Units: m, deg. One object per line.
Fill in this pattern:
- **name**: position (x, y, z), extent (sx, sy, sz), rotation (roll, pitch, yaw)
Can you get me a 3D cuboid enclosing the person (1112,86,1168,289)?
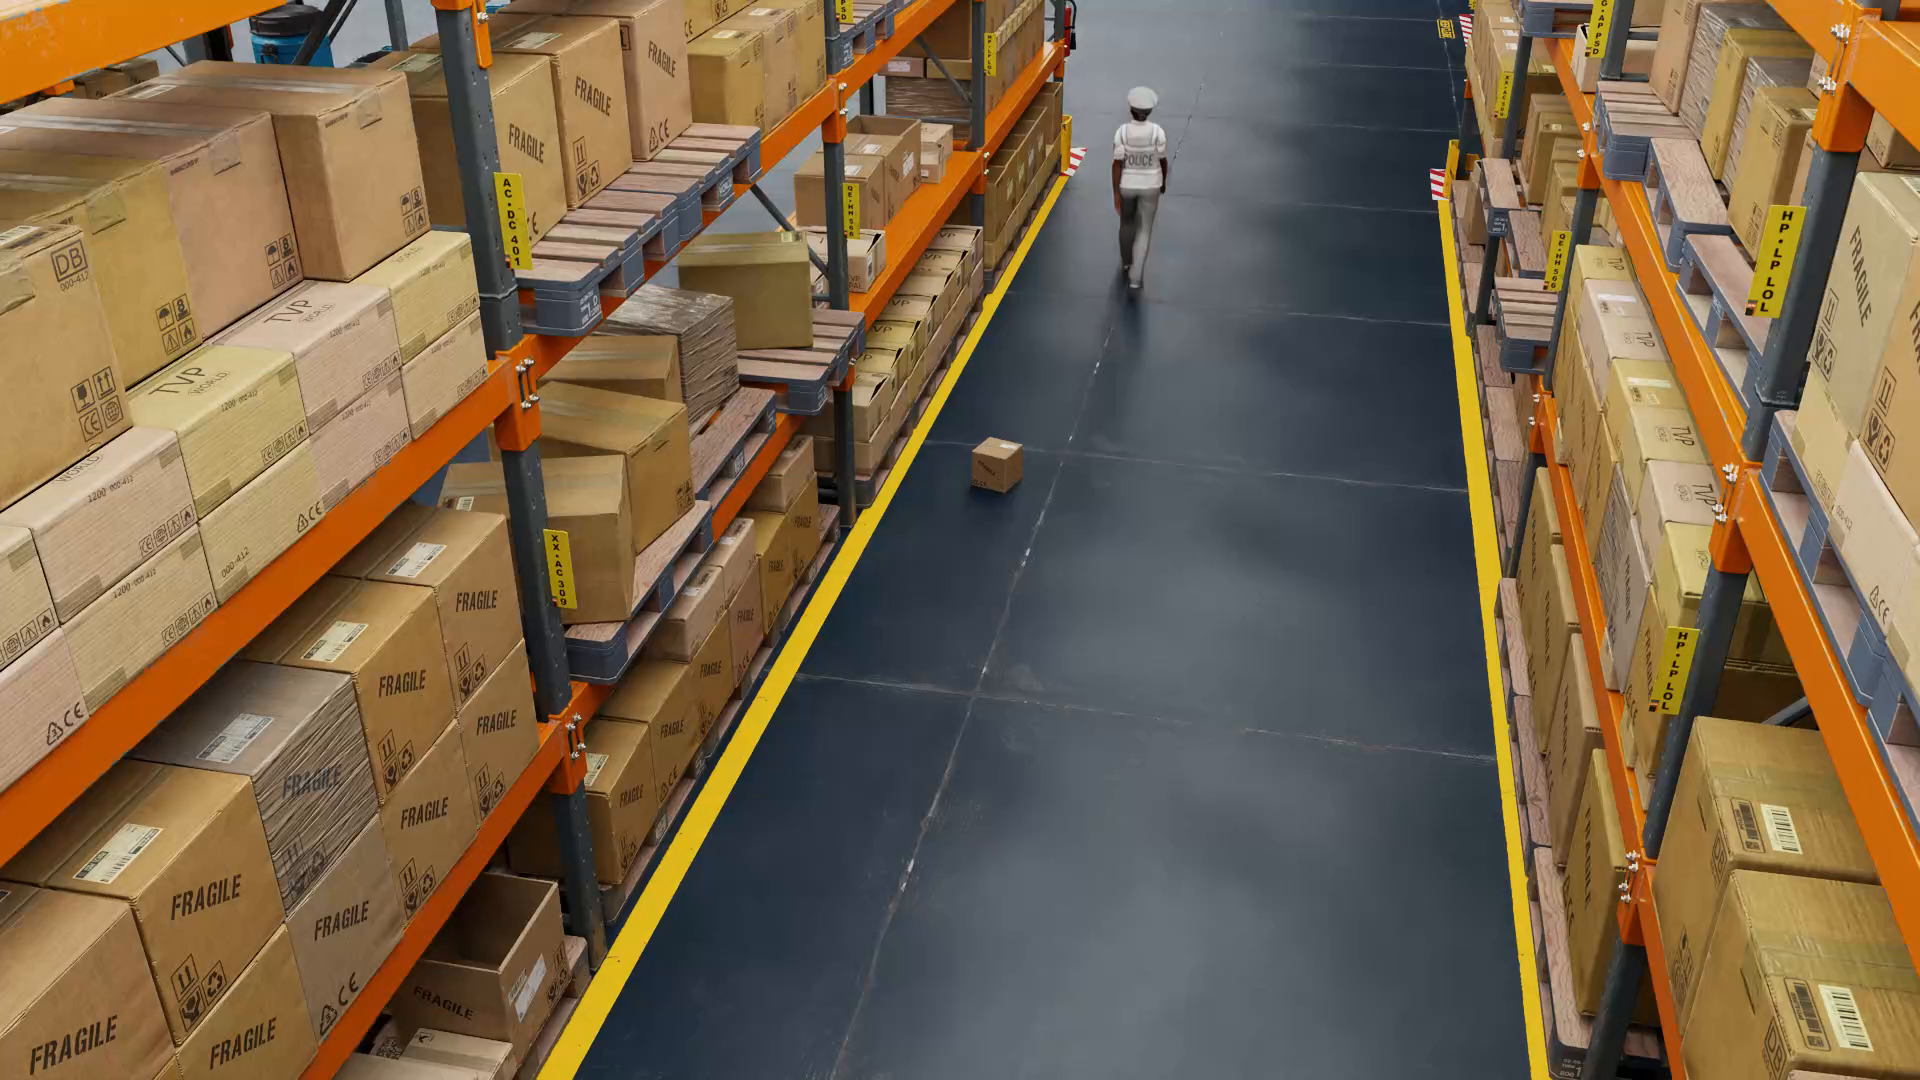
- **person**: position (1.507, -2.979, 13.953), extent (0.437, 1.642, 0.991), rotation (7, 30, 13)
